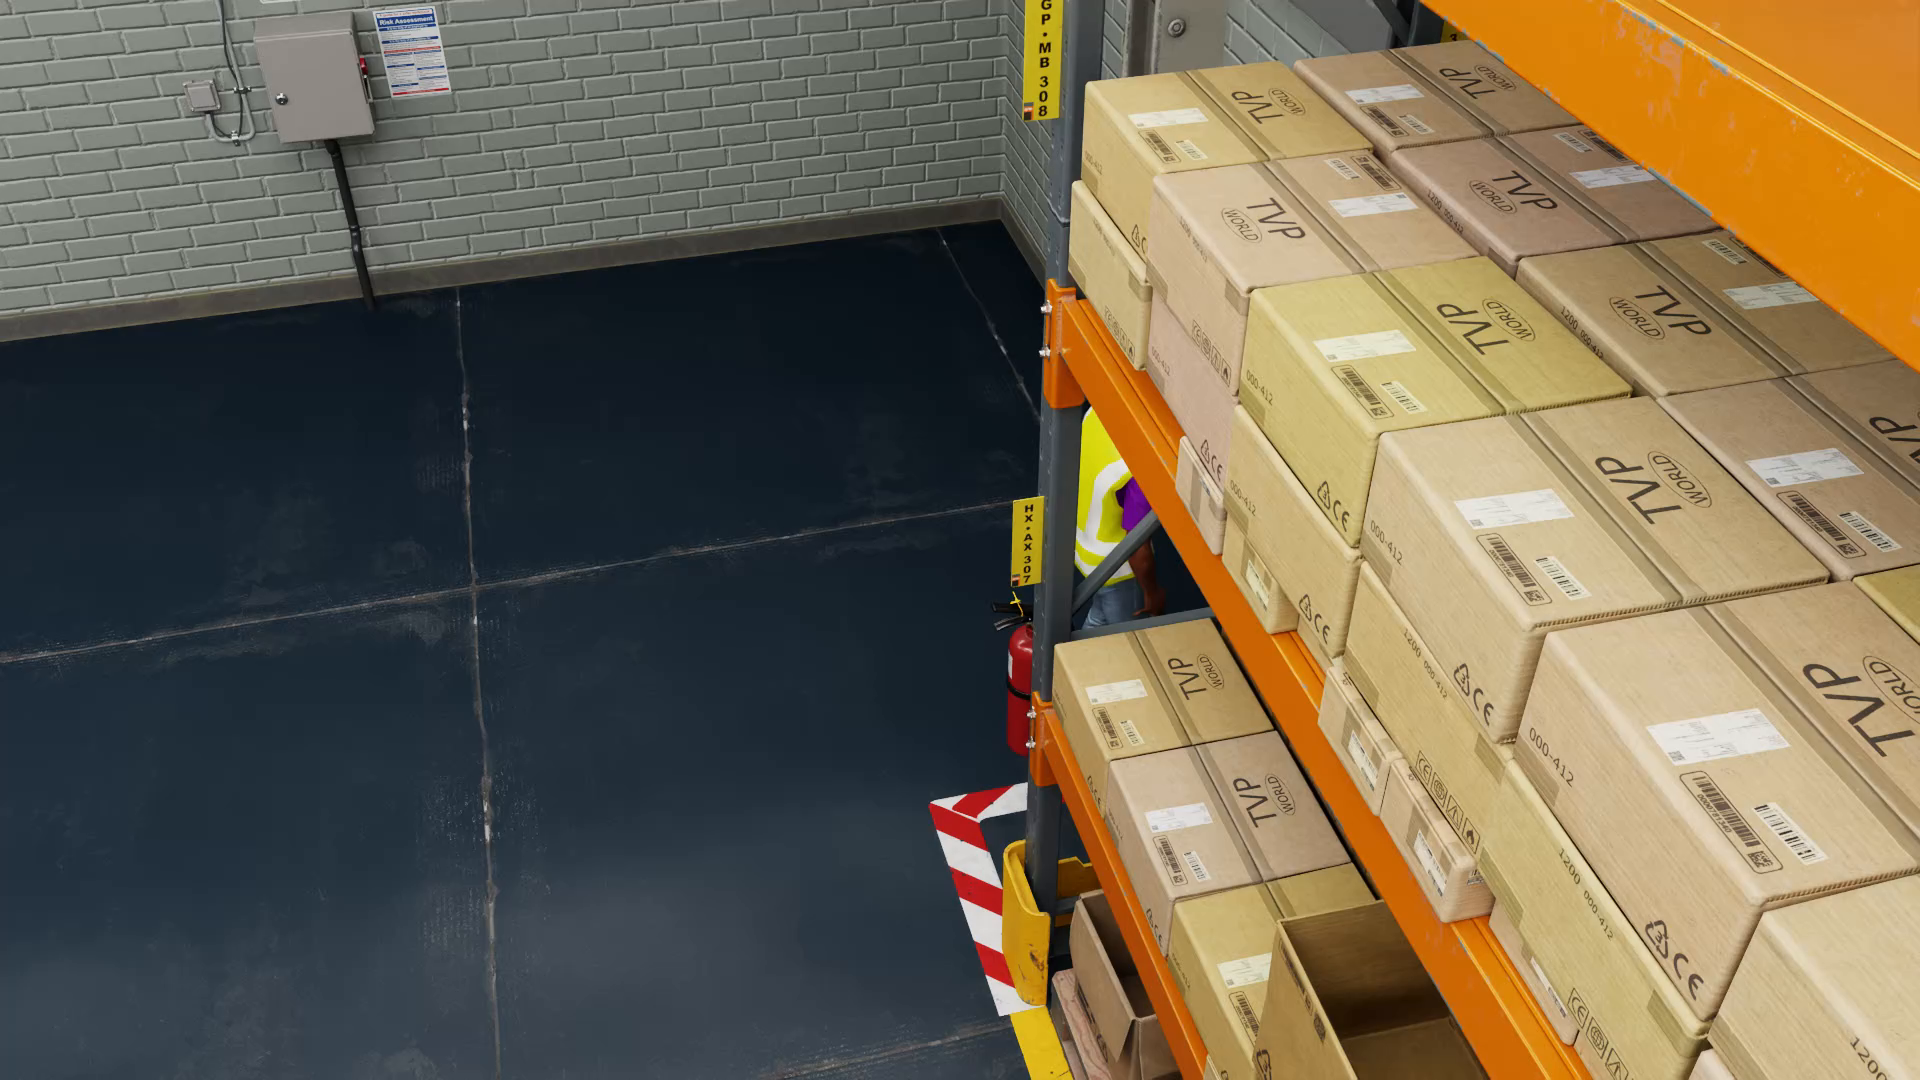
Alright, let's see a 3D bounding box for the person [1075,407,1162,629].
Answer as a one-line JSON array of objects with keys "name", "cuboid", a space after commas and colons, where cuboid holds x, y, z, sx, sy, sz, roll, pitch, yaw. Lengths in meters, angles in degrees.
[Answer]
[{"name": "person", "cuboid": [0.652, 0.048, 6.640, 0.460, 1.759, 0.625, -10, 39, -12]}]
